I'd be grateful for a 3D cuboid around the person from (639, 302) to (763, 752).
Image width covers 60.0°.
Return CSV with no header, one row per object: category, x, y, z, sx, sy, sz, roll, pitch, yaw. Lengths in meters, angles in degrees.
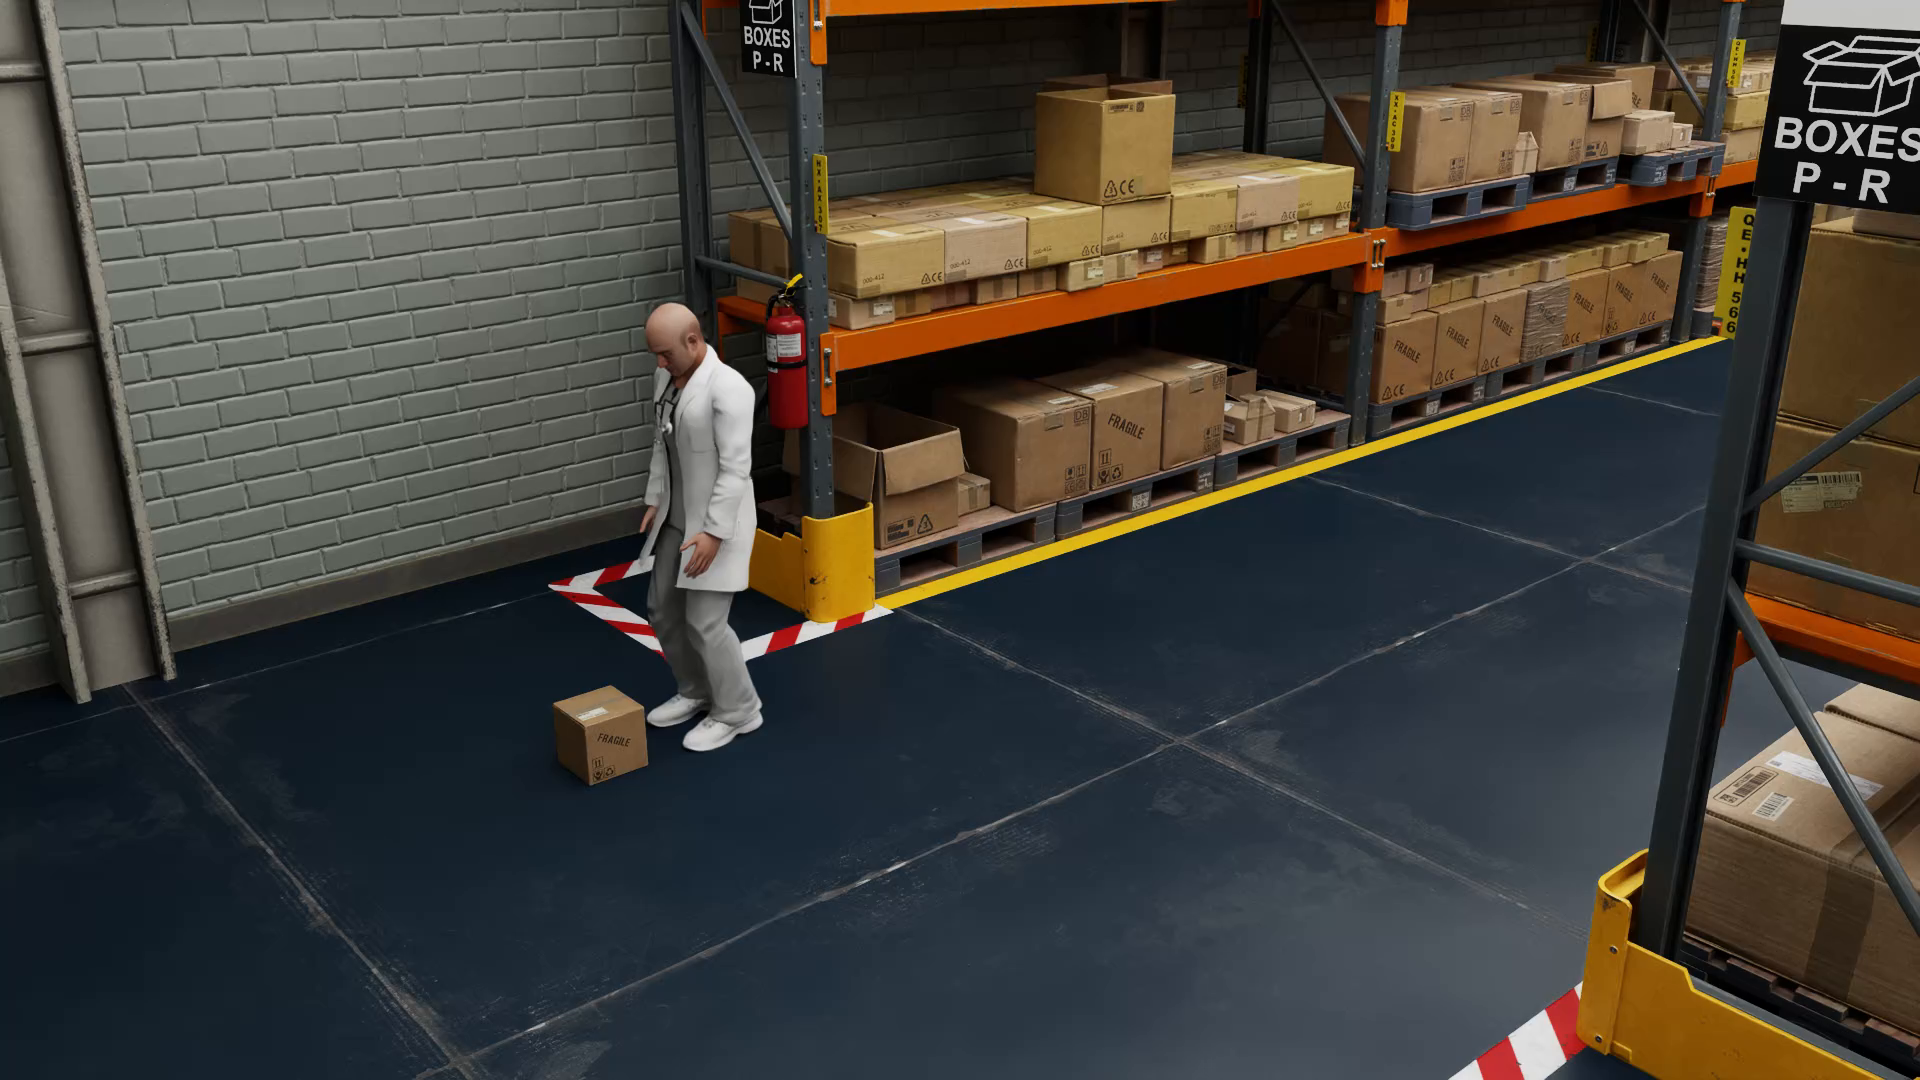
person,-0.987,-0.055,6.329,0.417,1.731,0.587,-16,26,-36
